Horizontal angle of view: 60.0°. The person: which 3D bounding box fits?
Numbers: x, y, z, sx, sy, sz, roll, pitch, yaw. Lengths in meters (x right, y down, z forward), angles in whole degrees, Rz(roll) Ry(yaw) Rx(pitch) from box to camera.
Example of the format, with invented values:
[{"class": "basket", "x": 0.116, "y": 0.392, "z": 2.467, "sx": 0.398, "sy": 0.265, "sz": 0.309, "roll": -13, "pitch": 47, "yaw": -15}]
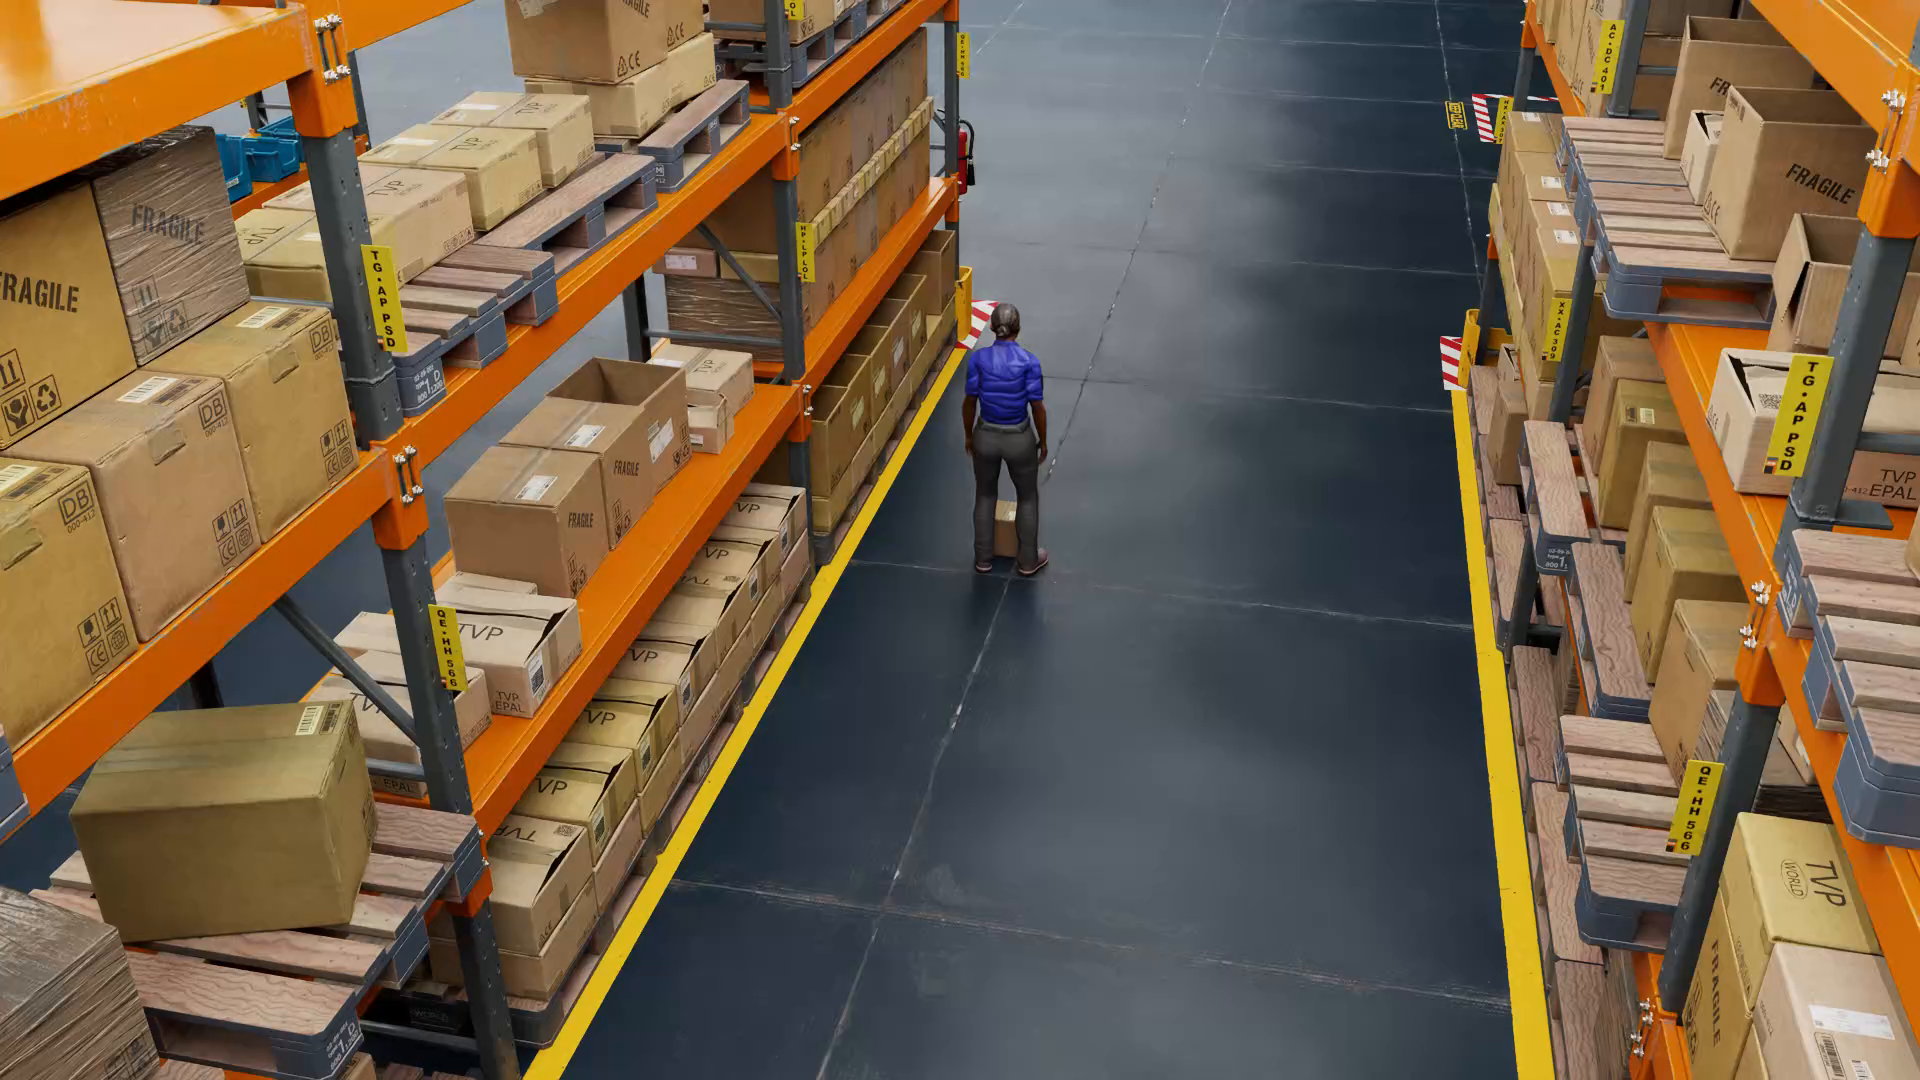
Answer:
[{"class": "person", "x": 0.268, "y": -0.565, "z": 9.652, "sx": 0.506, "sy": 1.640, "sz": 0.350, "roll": 6, "pitch": 30, "yaw": 11}]
